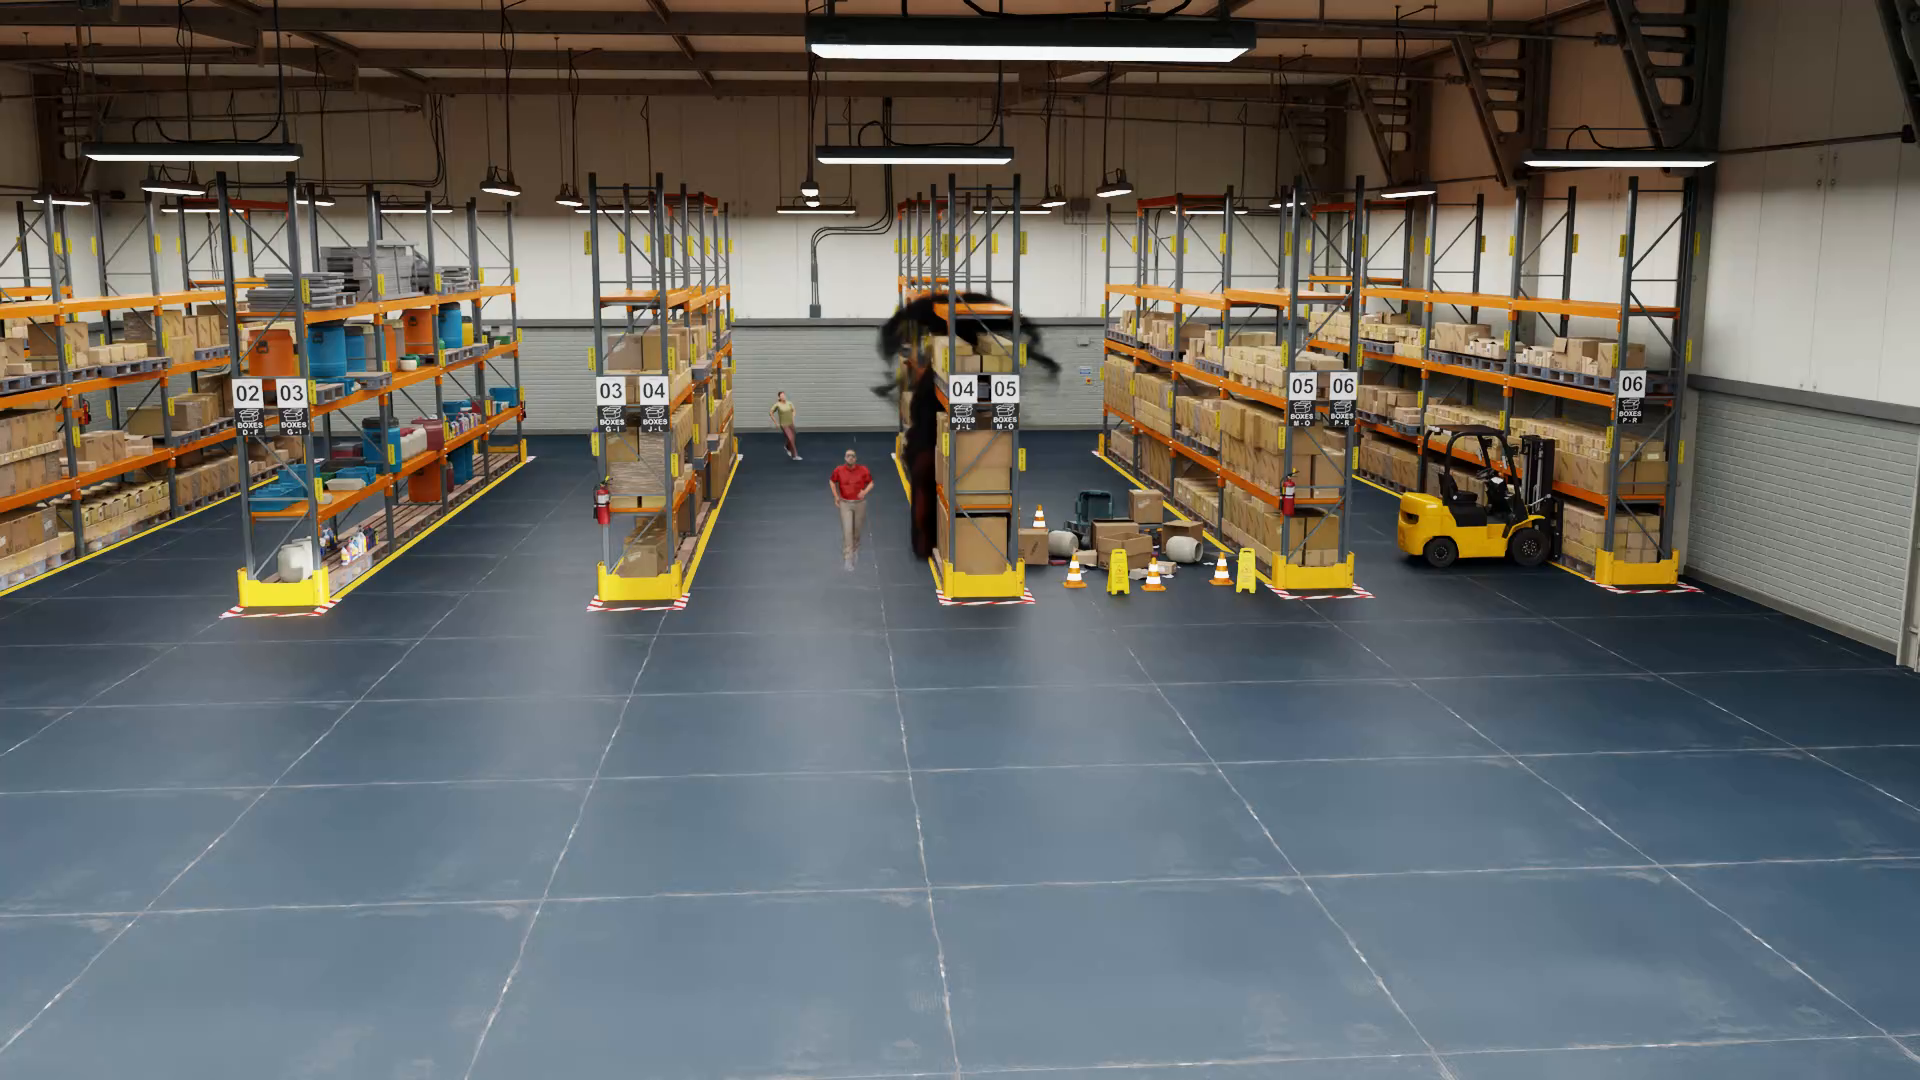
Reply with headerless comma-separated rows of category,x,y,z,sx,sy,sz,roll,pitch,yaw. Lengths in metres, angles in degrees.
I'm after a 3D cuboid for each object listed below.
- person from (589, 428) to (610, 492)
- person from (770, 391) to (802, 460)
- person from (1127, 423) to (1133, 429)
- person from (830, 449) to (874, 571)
person,-7.184,-1.680,33.531,0.585,1.650,0.727,-1,10,-5
person,-4.149,-2.711,39.275,0.638,1.630,0.842,-6,12,-31
person,4.388,-3.057,41.374,0.685,1.645,0.606,6,12,31
person,-1.599,-0.470,24.758,0.647,1.790,0.802,-2,10,-9
